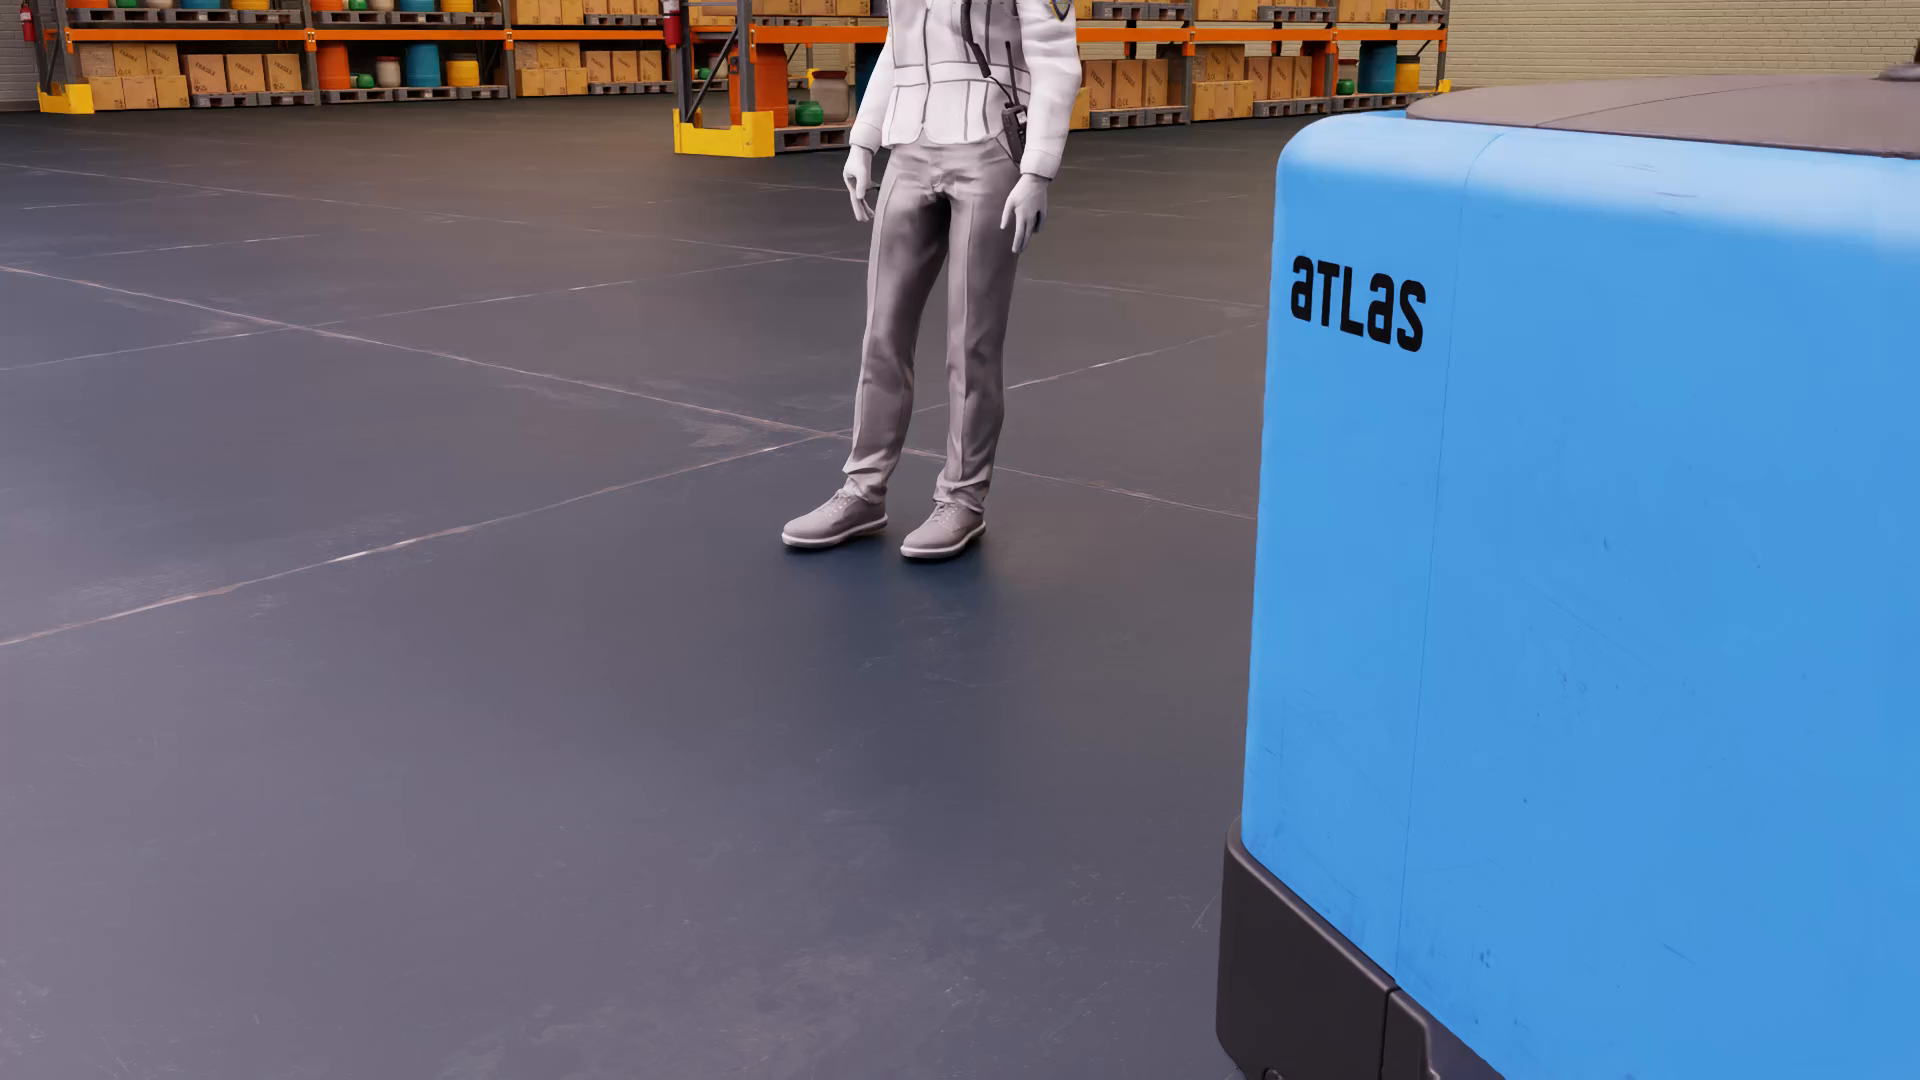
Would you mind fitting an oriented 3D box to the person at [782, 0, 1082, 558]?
[{"bbox_3d":[-0.048,-0.804,3.648,0.588,1.696,0.533,13,21,37],"label":"person"}]

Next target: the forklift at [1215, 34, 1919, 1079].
[{"bbox_3d":[1.280,-0.438,0.339,1.130,2.935,3.031,-6,18,-20],"label":"forklift"}]
